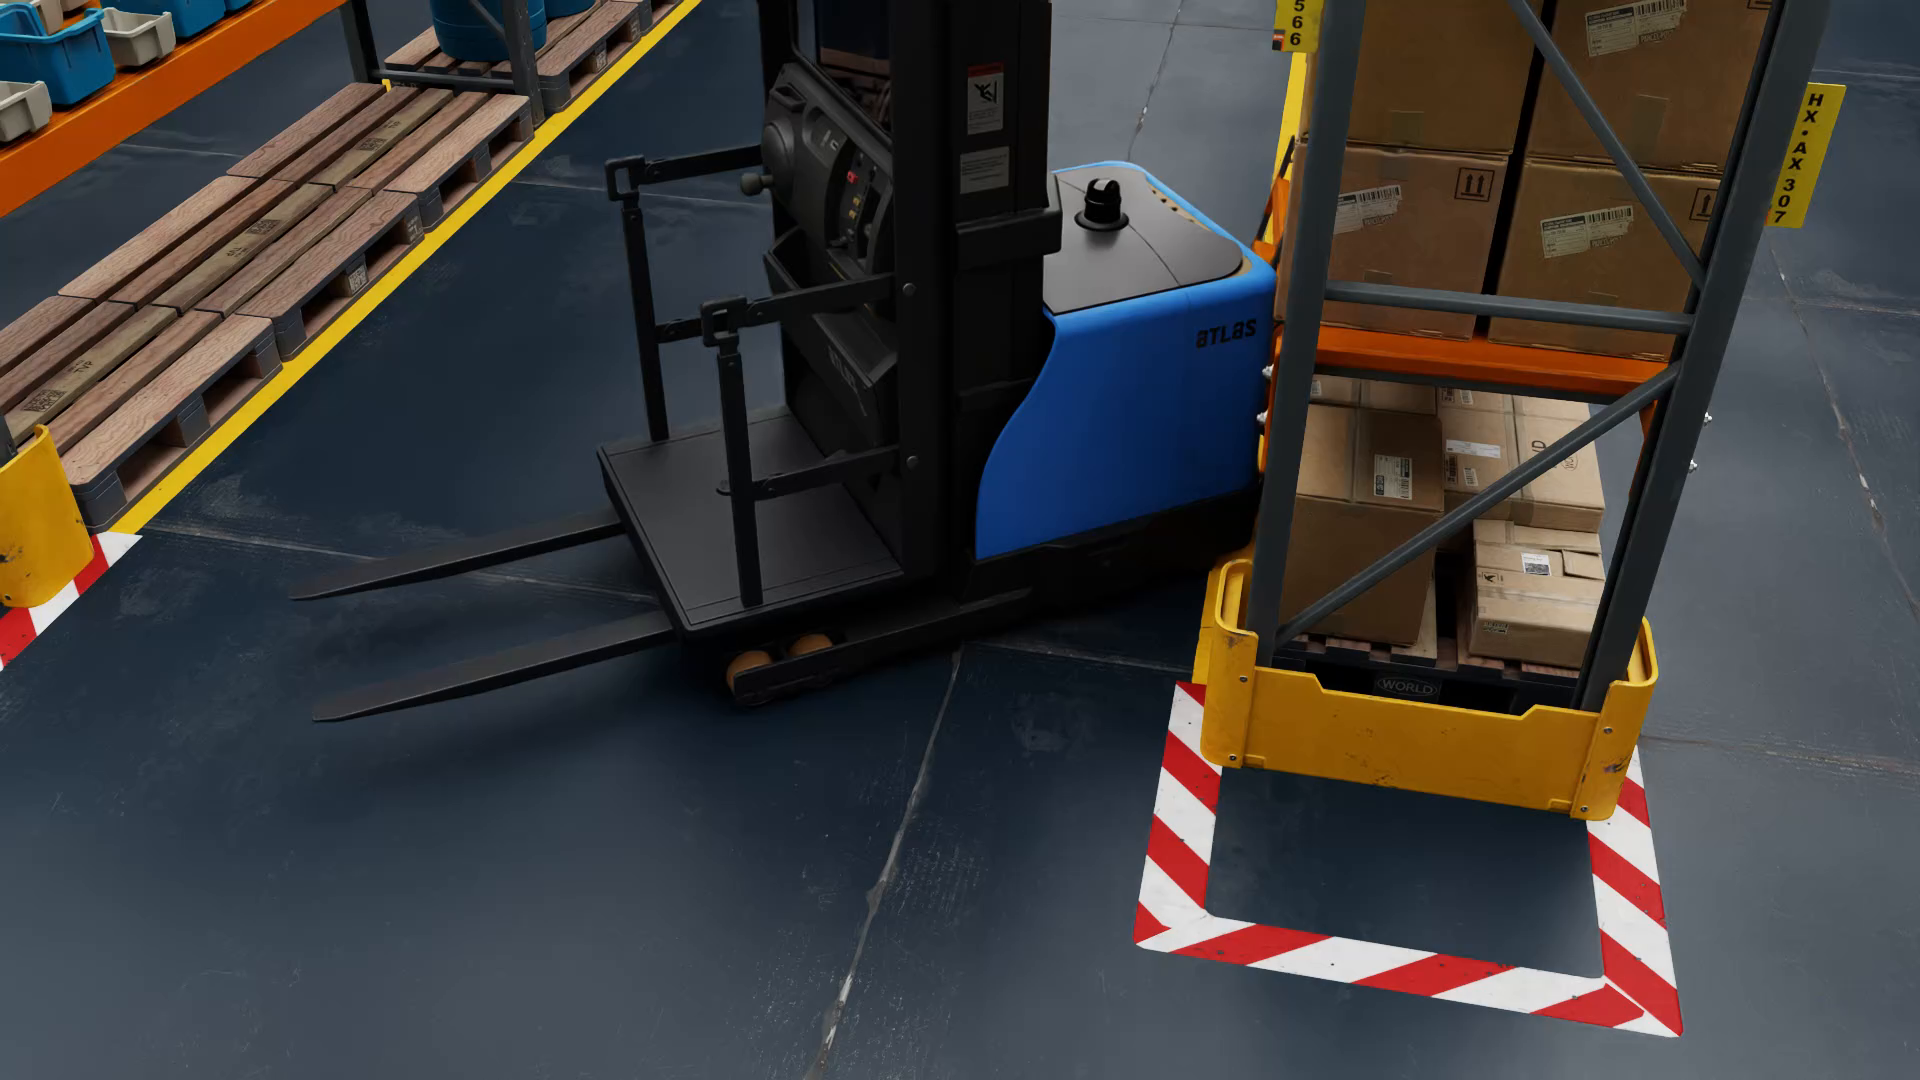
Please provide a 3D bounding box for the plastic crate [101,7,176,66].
[{"bbox_3d":[-2.883,-1.750,5.782,0.250,0.136,0.298,7,37,10],"label":"plastic crate"}]

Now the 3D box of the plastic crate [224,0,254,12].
[{"bbox_3d":[-2.832,-2.154,6.257,0.416,0.233,0.300,7,37,10],"label":"plastic crate"}]

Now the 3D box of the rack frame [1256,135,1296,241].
[{"bbox_3d":[1.079,-0.832,5.806,0.240,1.200,0.015,14,37,-1],"label":"rack frame"}]

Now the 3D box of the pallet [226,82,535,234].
[{"bbox_3d":[-2.817,-1.908,8.202,1.003,0.211,1.213,7,37,10],"label":"pallet"}]

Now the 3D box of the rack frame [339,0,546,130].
[{"bbox_3d":[-2.698,-3.463,7.972,1.000,3.000,0.127,7,37,10],"label":"rack frame"}]

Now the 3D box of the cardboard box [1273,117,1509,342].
[{"bbox_3d":[1.116,-0.878,4.321,0.500,0.500,0.500,8,37,11],"label":"cardboard box"}]

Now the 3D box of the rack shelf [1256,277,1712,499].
[{"bbox_3d":[1.713,-1.402,5.742,1.077,0.370,4.000,7,37,10],"label":"rack shelf"}]

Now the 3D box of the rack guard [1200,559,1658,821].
[{"bbox_3d":[1.302,0.422,4.742,1.175,0.500,0.348,7,37,10],"label":"rack guard"}]

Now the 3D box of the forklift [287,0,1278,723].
[{"bbox_3d":[-0.570,-1.038,4.684,3.031,2.935,1.130,-15,38,-19],"label":"forklift"}]

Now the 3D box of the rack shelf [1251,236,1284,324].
[{"bbox_3d":[1.079,-0.808,5.518,0.258,0.148,0.480,14,37,-1],"label":"rack shelf"}]

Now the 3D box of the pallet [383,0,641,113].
[{"bbox_3d":[-2.492,-2.771,9.394,1.003,0.211,1.213,7,37,10],"label":"pallet"}]

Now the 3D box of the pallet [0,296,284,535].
[{"bbox_3d":[-3.338,-0.509,6.272,1.003,0.211,1.213,7,37,10],"label":"pallet"}]

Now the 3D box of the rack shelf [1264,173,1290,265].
[{"bbox_3d":[1.127,-0.990,5.374,0.258,0.148,0.480,14,37,-1],"label":"rack shelf"}]

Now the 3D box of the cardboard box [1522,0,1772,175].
[{"bbox_3d":[1.639,-1.214,3.931,0.500,0.500,0.500,8,37,11],"label":"cardboard box"}]

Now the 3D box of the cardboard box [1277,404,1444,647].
[{"bbox_3d":[1.162,-0.056,5.026,0.500,0.500,0.500,7,37,10],"label":"cardboard box"}]

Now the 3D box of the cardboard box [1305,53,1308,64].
[{"bbox_3d":[1.220,-1.572,4.425,0.500,0.500,0.500,8,37,11],"label":"cardboard box"}]

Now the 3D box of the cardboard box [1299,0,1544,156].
[{"bbox_3d":[1.113,-1.282,4.025,0.500,0.500,0.500,7,37,10],"label":"cardboard box"}]

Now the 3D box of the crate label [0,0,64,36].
[{"bbox_3d":[-3.443,-1.905,5.996,0.396,0.136,0.243,7,37,10],"label":"crate label"}]

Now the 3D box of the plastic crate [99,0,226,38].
[{"bbox_3d":[-2.896,-1.982,6.020,0.416,0.233,0.300,7,37,10],"label":"plastic crate"}]

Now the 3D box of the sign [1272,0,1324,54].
[{"bbox_3d":[0.748,-1.225,3.628,0.100,0.325,0.005,7,37,10],"label":"sign"}]

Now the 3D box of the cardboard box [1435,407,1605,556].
[{"bbox_3d":[1.786,-0.175,5.403,0.500,0.250,0.500,7,37,10],"label":"cardboard box"}]

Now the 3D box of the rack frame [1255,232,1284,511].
[{"bbox_3d":[1.014,-0.544,5.418,0.240,1.200,0.015,14,37,-1],"label":"rack frame"}]

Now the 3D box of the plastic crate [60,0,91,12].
[{"bbox_3d":[-3.398,-2.077,6.233,0.298,0.136,0.250,7,37,10],"label":"plastic crate"}]

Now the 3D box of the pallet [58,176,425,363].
[{"bbox_3d":[-3.075,-1.206,7.234,1.003,0.211,1.213,7,37,10],"label":"pallet"}]

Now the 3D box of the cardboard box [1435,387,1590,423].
[{"bbox_3d":[1.893,-0.461,5.798,0.500,0.250,0.500,7,37,10],"label":"cardboard box"}]

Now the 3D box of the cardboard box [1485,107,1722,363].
[{"bbox_3d":[1.639,-0.809,4.225,0.500,0.500,0.500,8,37,11],"label":"cardboard box"}]

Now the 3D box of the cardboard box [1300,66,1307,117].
[{"bbox_3d":[1.223,-1.176,4.732,0.500,0.500,0.500,8,37,10],"label":"cardboard box"}]

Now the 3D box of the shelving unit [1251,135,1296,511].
[{"bbox_3d":[1.046,-0.688,5.612,0.258,1.200,0.503,14,37,-1],"label":"shelving unit"}]

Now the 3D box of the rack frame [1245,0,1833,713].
[{"bbox_3d":[1.286,-0.547,3.949,1.000,3.000,0.127,7,37,10],"label":"rack frame"}]

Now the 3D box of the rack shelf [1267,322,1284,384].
[{"bbox_3d":[1.033,-0.636,5.653,0.258,0.148,0.480,14,37,-1],"label":"rack shelf"}]

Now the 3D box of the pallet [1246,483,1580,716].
[{"bbox_3d":[1.472,0.082,5.458,1.003,0.211,1.213,7,37,10],"label":"pallet"}]

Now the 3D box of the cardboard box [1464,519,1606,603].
[{"bbox_3d":[1.765,0.082,5.120,0.380,0.166,0.250,7,37,10],"label":"cardboard box"}]

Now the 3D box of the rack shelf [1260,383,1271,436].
[{"bbox_3d":[0.992,-0.483,5.773,0.258,0.148,0.480,14,37,-1],"label":"rack shelf"}]

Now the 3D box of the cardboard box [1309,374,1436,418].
[{"bbox_3d":[1.394,-0.495,5.845,0.500,0.250,0.500,7,37,10],"label":"cardboard box"}]

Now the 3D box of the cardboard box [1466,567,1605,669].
[{"bbox_3d":[1.711,0.232,4.928,0.380,0.149,0.250,7,37,10],"label":"cardboard box"}]

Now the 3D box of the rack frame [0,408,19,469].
[{"bbox_3d":[-3.552,-1.170,4.808,1.000,3.000,0.127,7,37,10],"label":"rack frame"}]

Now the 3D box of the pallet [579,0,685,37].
[{"bbox_3d":[-2.234,-3.473,10.362,1.003,0.211,1.213,7,37,10],"label":"pallet"}]

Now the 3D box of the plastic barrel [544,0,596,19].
[{"bbox_3d":[-2.414,-3.499,9.452,0.600,0.901,0.708,7,37,10],"label":"plastic barrel"}]

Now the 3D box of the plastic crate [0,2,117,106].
[{"bbox_3d":[-3.037,-1.604,5.499,0.416,0.233,0.300,7,37,10],"label":"plastic crate"}]

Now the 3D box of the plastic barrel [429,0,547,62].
[{"bbox_3d":[-2.565,-3.093,8.892,0.600,0.901,0.708,7,37,10],"label":"plastic barrel"}]

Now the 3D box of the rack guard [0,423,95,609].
[{"bbox_3d":[-3.545,-0.142,5.520,1.175,0.500,0.348,7,37,10],"label":"rack guard"}]

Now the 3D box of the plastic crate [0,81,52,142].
[{"bbox_3d":[-3.028,-1.361,5.246,0.250,0.136,0.298,7,37,10],"label":"plastic crate"}]

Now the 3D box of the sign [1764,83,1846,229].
[{"bbox_3d":[1.816,-0.829,3.601,0.100,0.325,0.005,7,37,10],"label":"sign"}]
